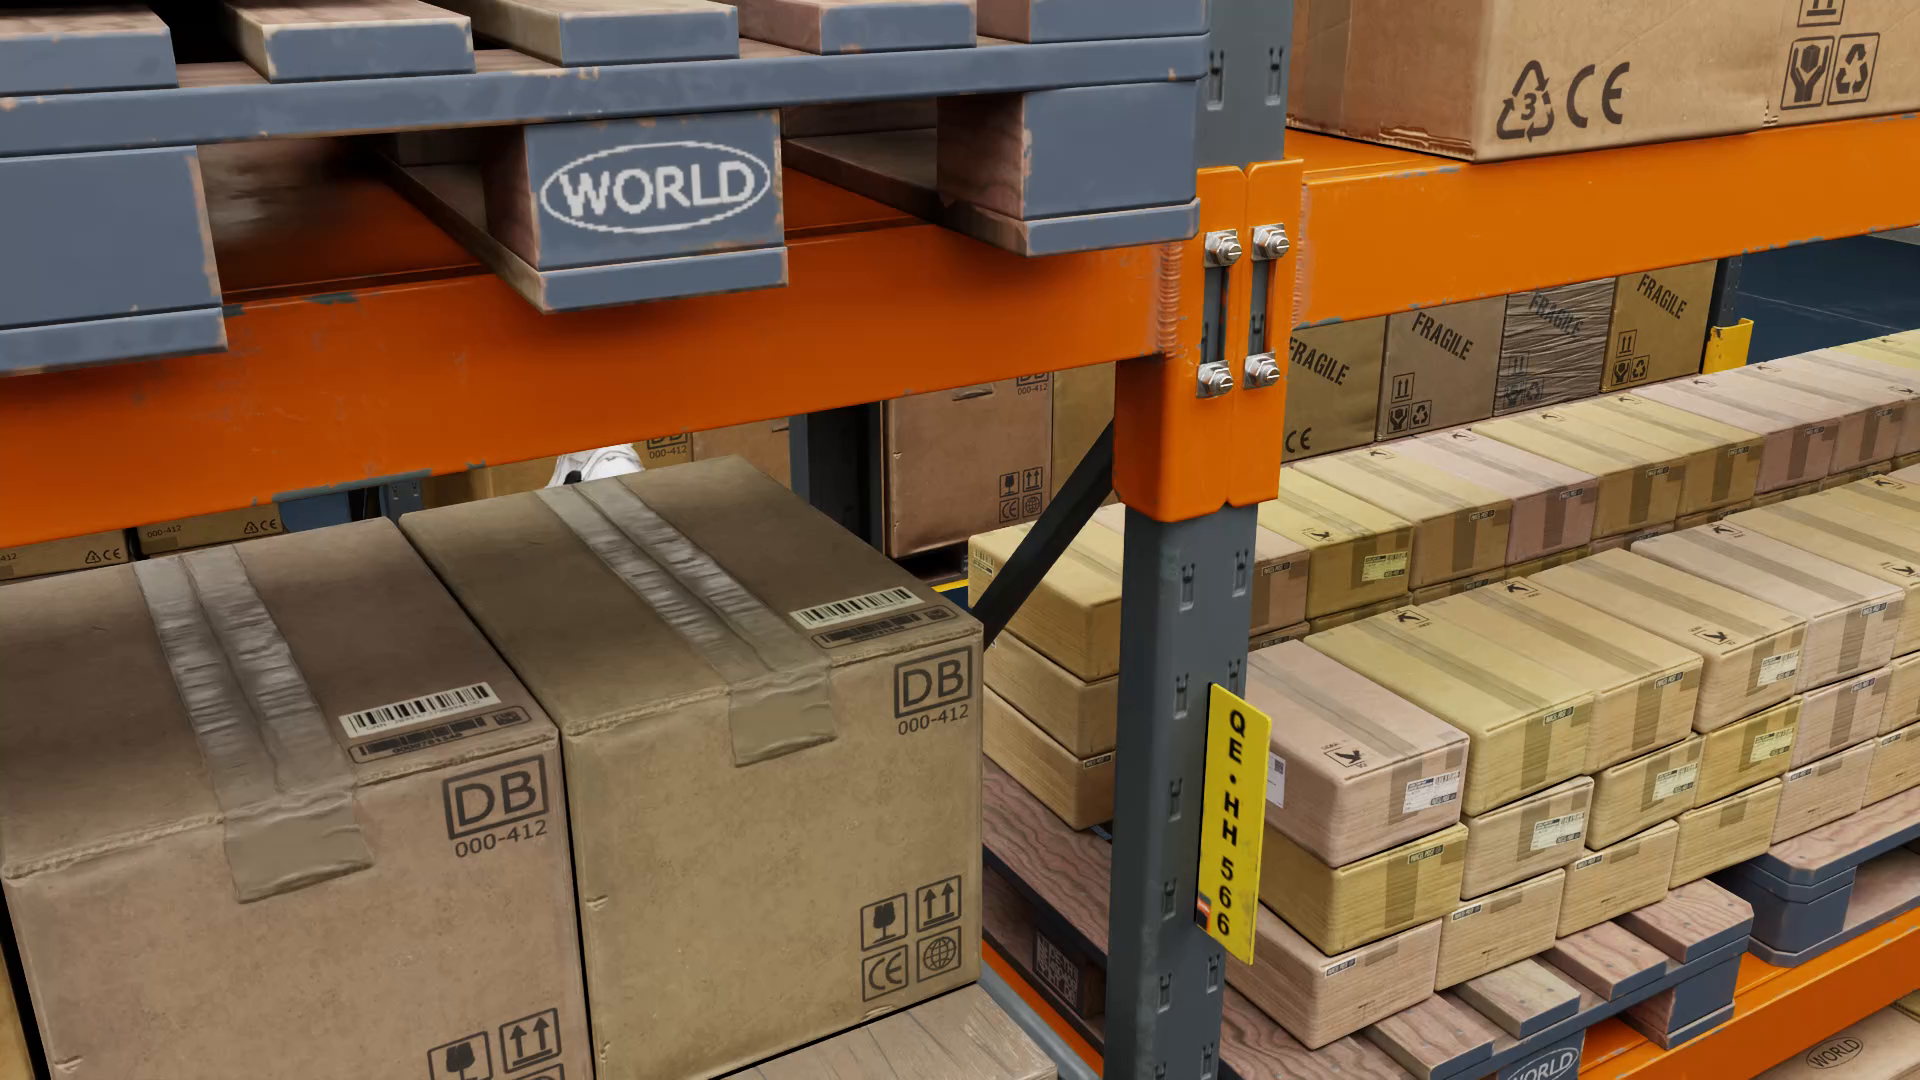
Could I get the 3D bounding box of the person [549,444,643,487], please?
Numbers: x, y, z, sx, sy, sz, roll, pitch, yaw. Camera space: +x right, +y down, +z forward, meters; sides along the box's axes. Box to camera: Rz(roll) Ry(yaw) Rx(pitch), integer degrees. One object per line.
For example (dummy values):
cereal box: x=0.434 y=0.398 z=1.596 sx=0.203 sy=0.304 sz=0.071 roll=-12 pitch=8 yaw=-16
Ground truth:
person: x=-1.208 y=0.231 z=5.574 sx=0.425 sy=1.631 sz=0.453 roll=-12 pitch=25 yaw=-27
